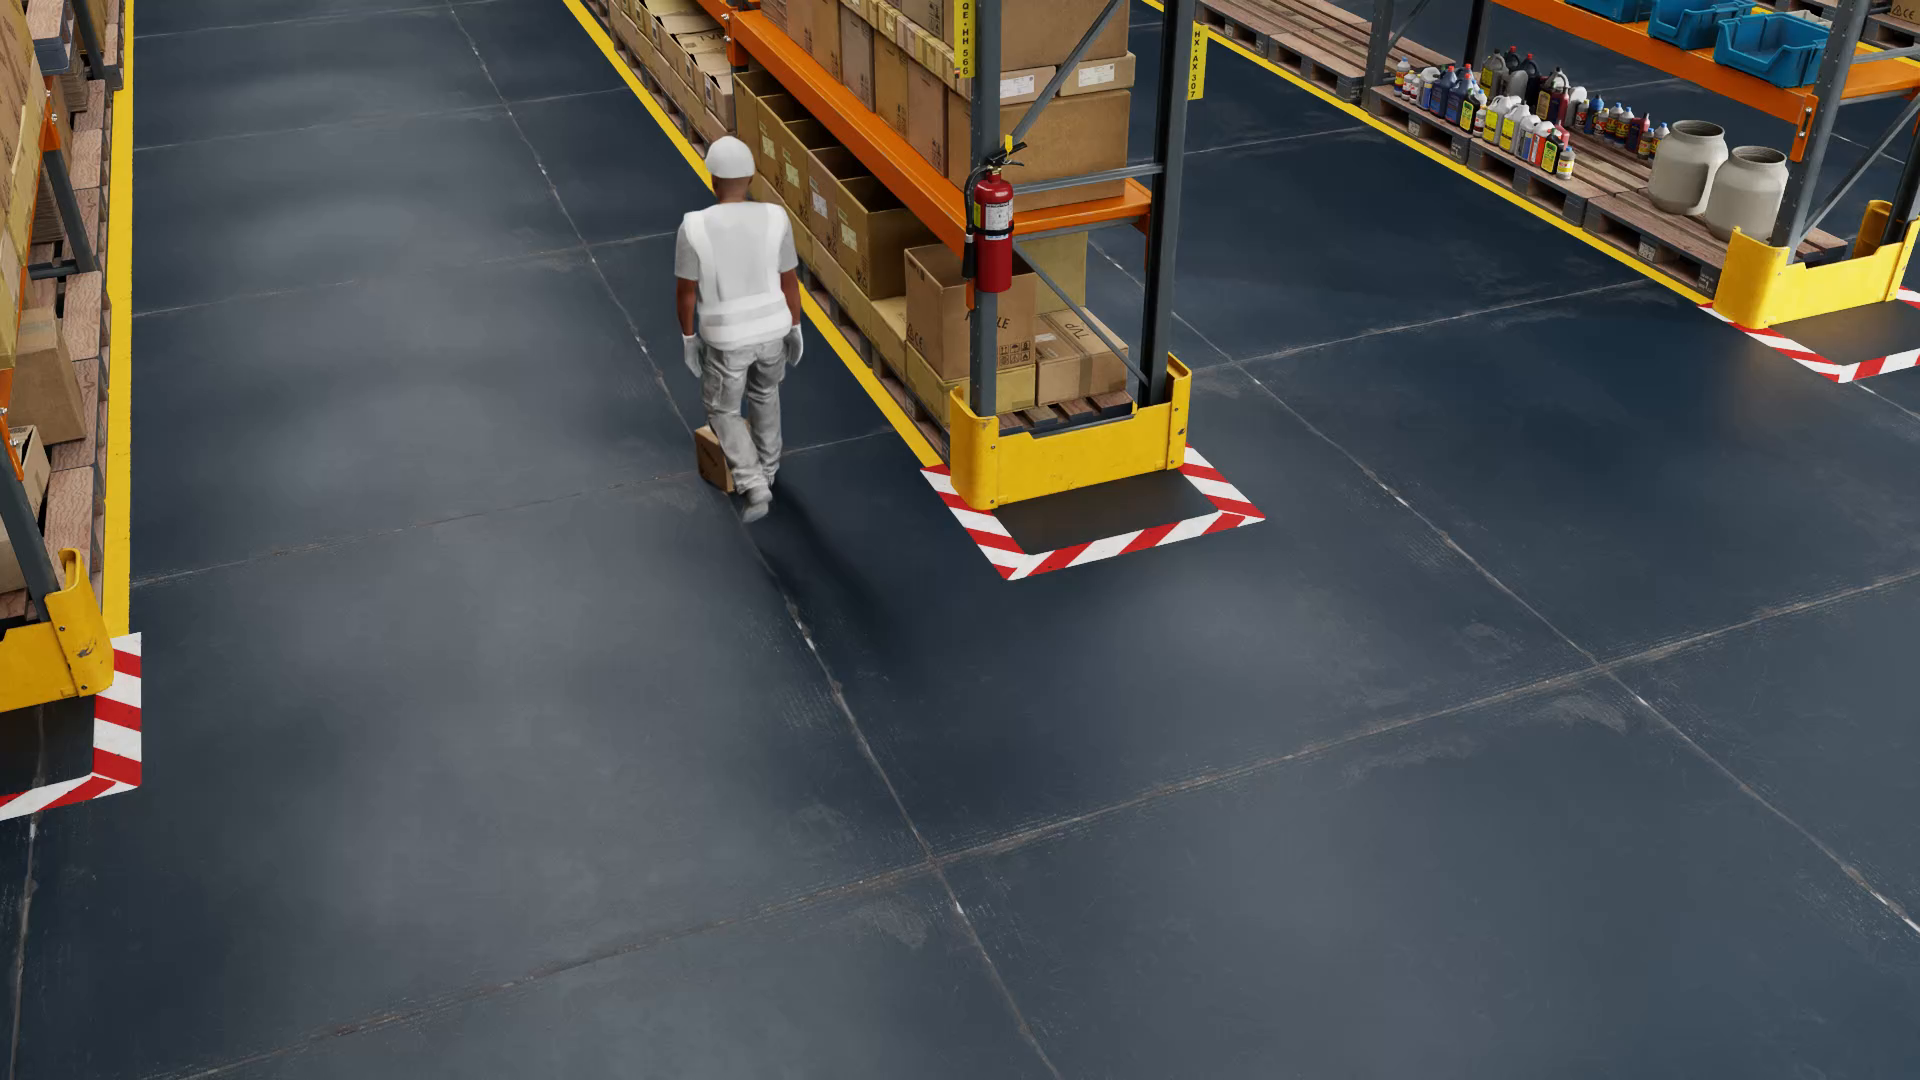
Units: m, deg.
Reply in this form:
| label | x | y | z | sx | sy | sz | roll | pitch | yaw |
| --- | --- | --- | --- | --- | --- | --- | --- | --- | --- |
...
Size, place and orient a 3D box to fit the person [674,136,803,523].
| label | x | y | z | sx | sy | sz | roll | pitch | yaw |
| --- | --- | --- | --- | --- | --- | --- | --- | --- | --- |
| person | -0.972 | -0.904 | 7.505 | 0.561 | 1.760 | 0.872 | -12 | 35 | -17 |
